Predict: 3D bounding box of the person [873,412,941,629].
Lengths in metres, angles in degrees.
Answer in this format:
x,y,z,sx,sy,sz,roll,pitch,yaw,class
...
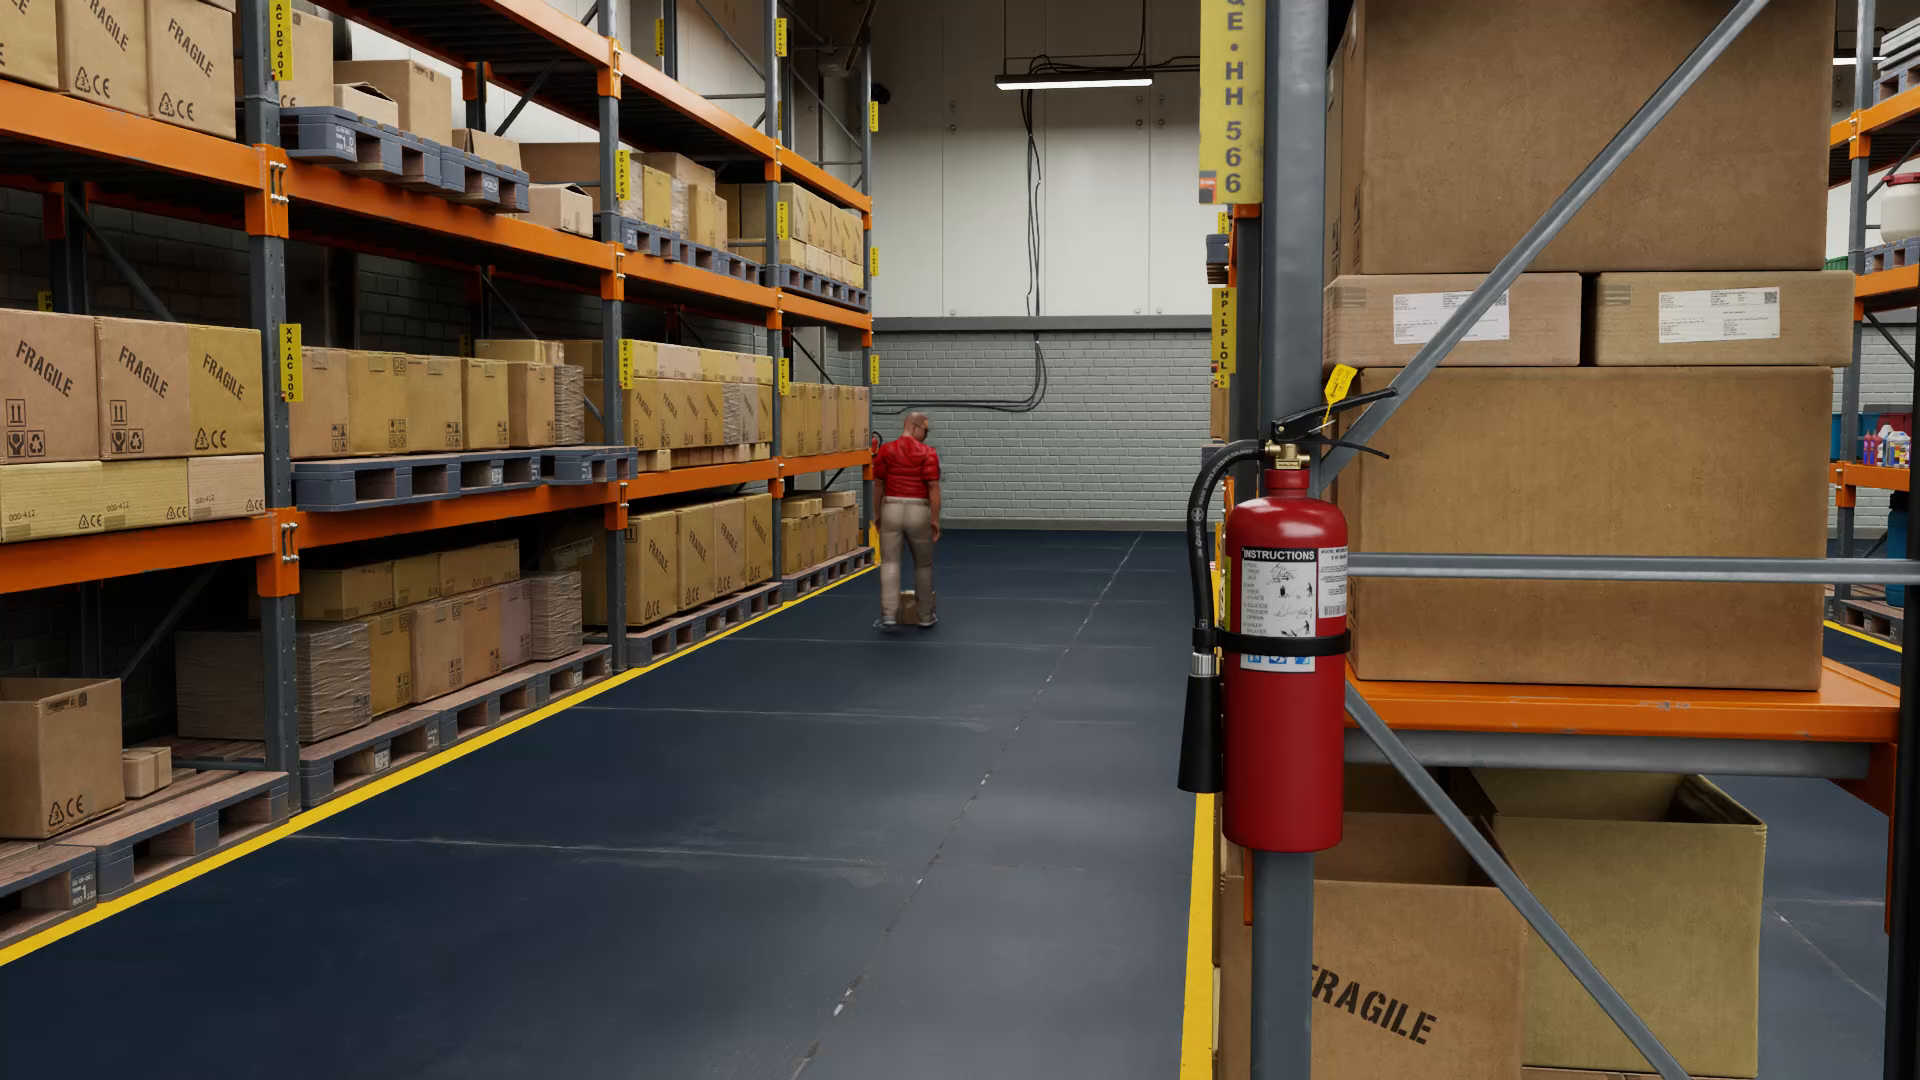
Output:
x,y,z,sx,sy,sz,roll,pitch,yaw,class
-0.411,-0.158,13.146,0.572,1.708,0.778,1,4,9,person
